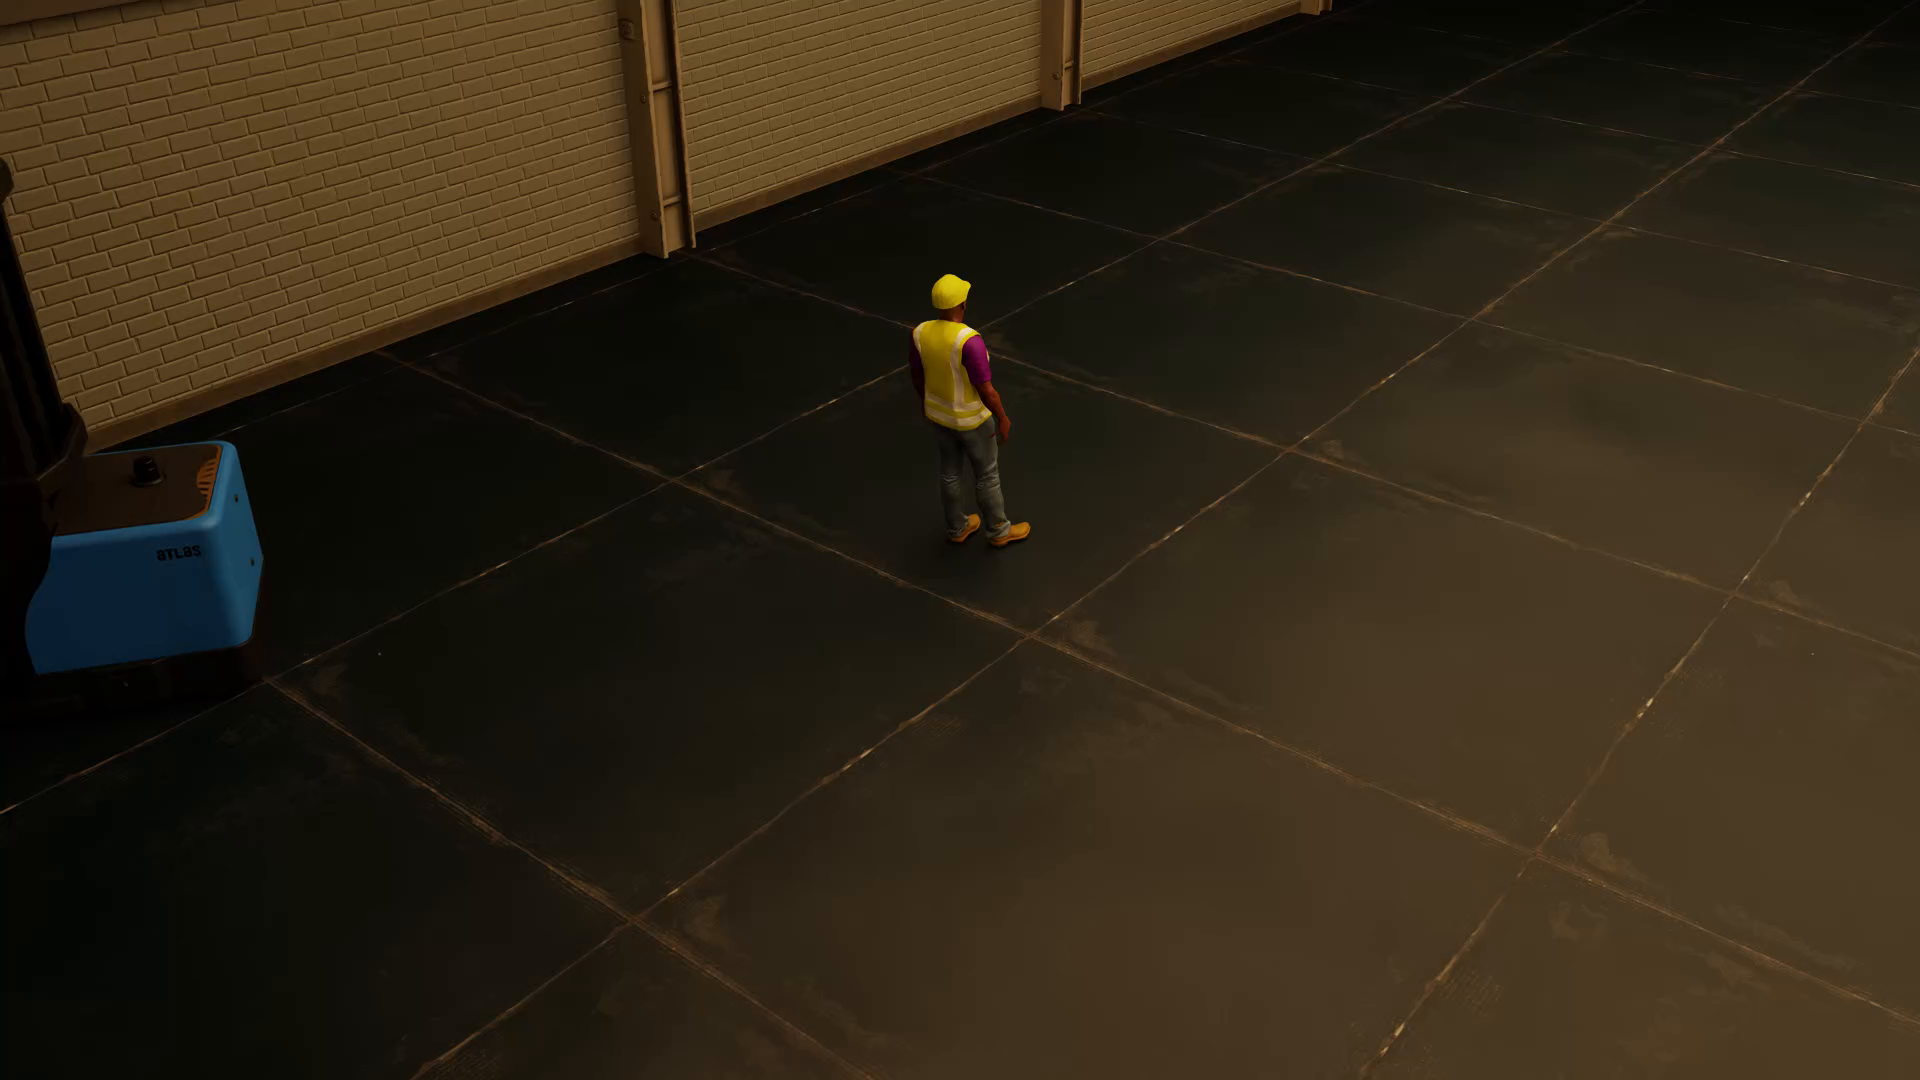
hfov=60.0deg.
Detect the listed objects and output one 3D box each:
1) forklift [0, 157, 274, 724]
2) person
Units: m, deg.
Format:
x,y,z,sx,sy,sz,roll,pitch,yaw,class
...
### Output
x,y,z,sx,sy,sz,roll,pitch,yaw,class
-5.396,-0.479,8.414,3.031,2.935,1.130,-8,31,-13,forklift
0.049,-0.795,10.095,0.665,1.768,0.575,22,37,33,person
